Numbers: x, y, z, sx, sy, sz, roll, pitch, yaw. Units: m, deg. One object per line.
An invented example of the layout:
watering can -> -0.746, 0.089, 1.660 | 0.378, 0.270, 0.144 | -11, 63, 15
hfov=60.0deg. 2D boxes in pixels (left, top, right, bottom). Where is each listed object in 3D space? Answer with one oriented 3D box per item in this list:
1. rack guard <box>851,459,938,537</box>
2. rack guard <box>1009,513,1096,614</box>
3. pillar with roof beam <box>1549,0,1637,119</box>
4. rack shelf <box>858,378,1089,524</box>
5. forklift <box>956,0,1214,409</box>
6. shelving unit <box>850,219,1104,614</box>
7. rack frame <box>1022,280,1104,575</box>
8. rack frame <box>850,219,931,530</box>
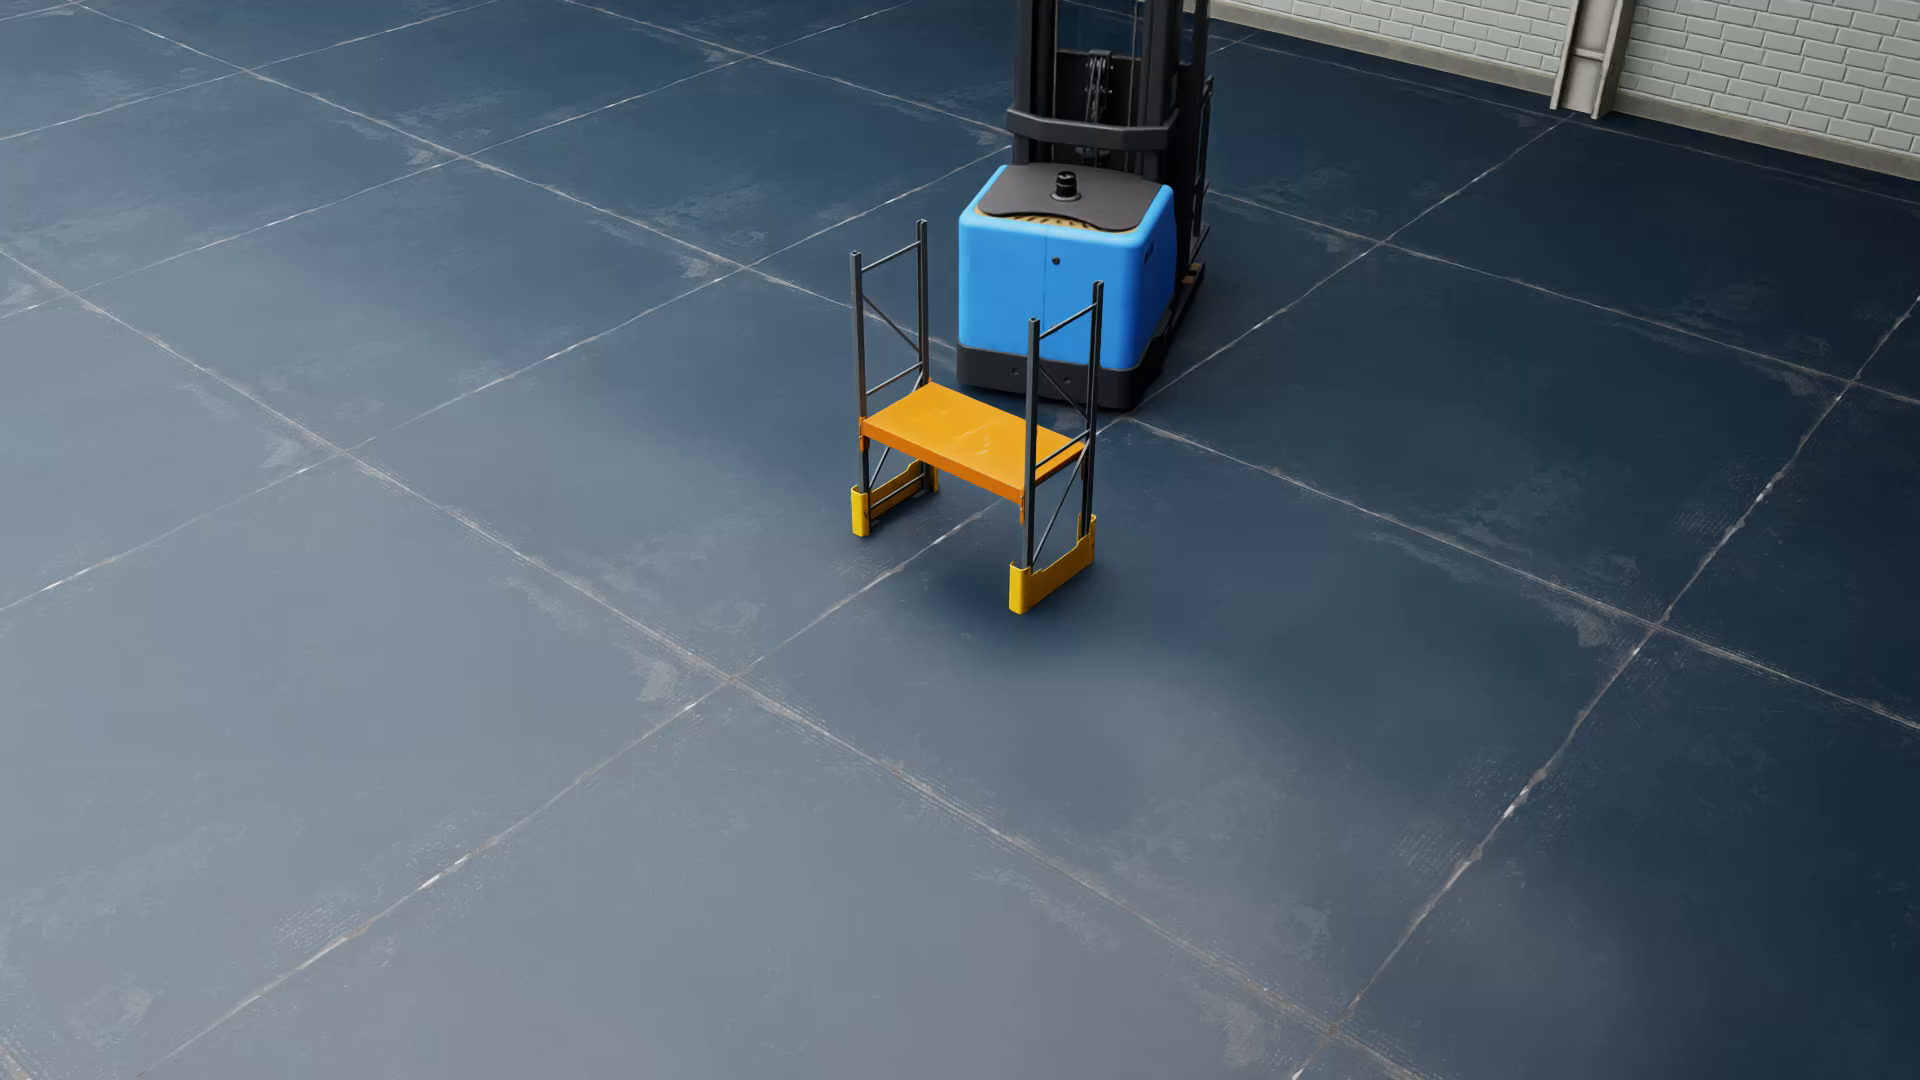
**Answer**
rack guard -> -0.324, -0.256, 8.402 | 0.087, 0.250, 0.587 | 25, 42, 32
rack guard -> 0.441, 0.105, 7.876 | 0.087, 0.250, 0.587 | 25, 42, 32
pillar with roof beam -> 2.197, -5.277, 7.985 | 0.400, 9.000, 9.100 | 25, 42, 32
rack shelf -> 0.066, -0.439, 7.882 | 1.000, 0.185, 0.538 | 25, 42, 32
forklift -> 0.924, -2.763, 9.684 | 1.130, 2.935, 3.031 | 11, 36, 15
shelving unit -> 0.059, -0.591, 7.785 | 1.083, 1.500, 0.587 | 25, 42, 32
rack frame -> 0.456, -0.403, 7.512 | 0.032, 1.500, 0.500 | 25, 42, 32
rack frame -> -0.325, -0.771, 8.049 | 0.032, 1.500, 0.500 | 25, 42, 32
